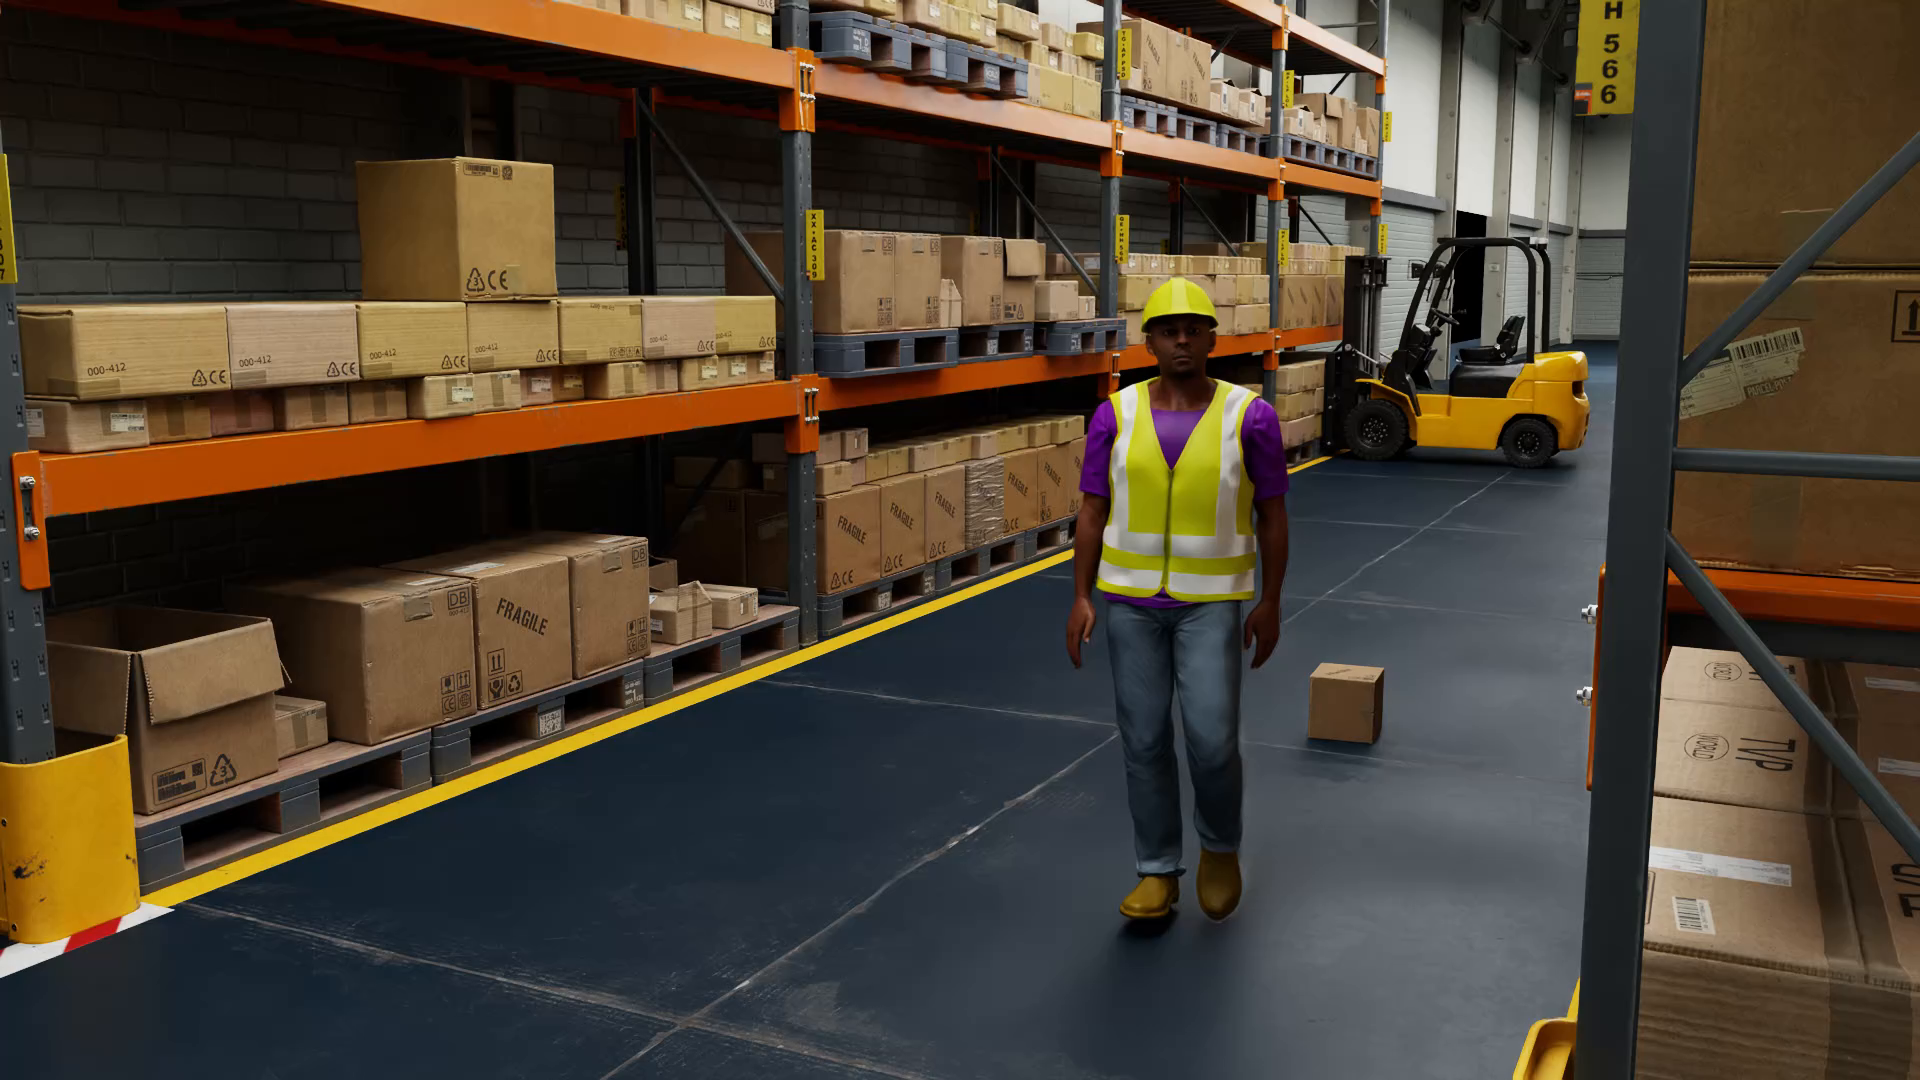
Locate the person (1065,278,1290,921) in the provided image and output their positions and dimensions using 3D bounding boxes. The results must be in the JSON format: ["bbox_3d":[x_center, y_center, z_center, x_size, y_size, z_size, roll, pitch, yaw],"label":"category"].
[{"bbox_3d":[0.581,0.182,4.534,0.578,1.773,0.456,3,9,18],"label":"person"}]
